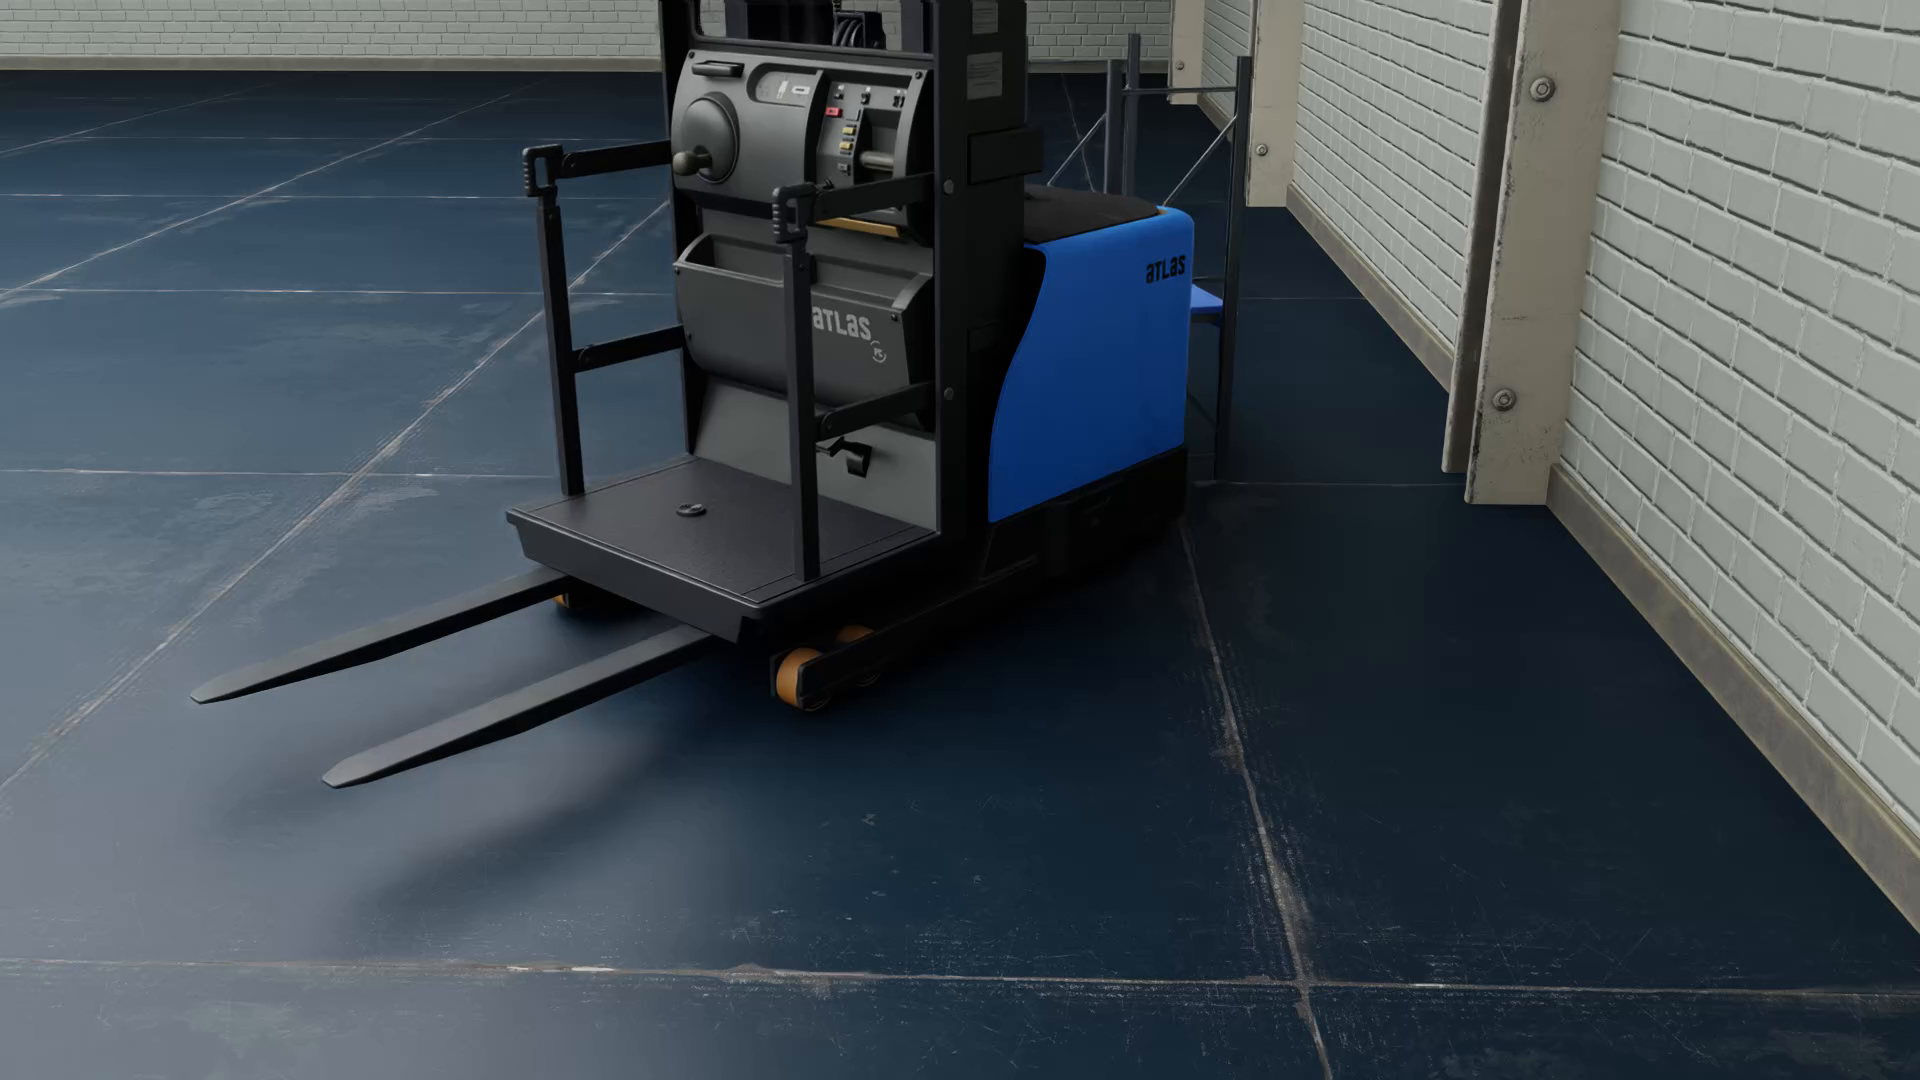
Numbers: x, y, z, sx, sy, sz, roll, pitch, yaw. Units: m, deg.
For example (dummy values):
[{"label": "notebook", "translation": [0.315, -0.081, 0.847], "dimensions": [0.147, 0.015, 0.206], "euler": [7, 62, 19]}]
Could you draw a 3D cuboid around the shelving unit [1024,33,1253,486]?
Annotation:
[{"label": "shelving unit", "translation": [0.591, -1.065, 6.199], "dimensions": [0.538, 1.500, 1.048], "euler": [-6, 22, -14]}]

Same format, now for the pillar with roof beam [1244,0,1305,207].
[{"label": "pillar with roof beam", "translation": [-2.171, -6.610, 10.123], "dimensions": [9.100, 9.000, 0.400], "euler": [1, 21, 2]}]

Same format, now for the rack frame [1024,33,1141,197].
[{"label": "rack frame", "translation": [0.455, -1.242, 6.656], "dimensions": [0.500, 1.500, 0.032], "euler": [-6, 22, -14]}]

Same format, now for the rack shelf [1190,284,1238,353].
[{"label": "rack shelf", "translation": [0.591, -0.897, 6.265], "dimensions": [0.538, 0.185, 1.000], "euler": [-6, 22, -14]}]

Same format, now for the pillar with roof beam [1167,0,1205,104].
[{"label": "pillar with roof beam", "translation": [-1.989, -8.779, 15.714], "dimensions": [9.100, 9.000, 0.400], "euler": [1, 21, 2]}]

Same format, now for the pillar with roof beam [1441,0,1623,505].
[{"label": "pillar with roof beam", "translation": [-2.354, -4.440, 4.532], "dimensions": [9.100, 9.000, 0.400], "euler": [1, 21, 2]}]

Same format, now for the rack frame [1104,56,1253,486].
[{"label": "rack frame", "translation": [0.727, -0.887, 5.743], "dimensions": [0.500, 1.500, 0.032], "euler": [-6, 22, -14]}]

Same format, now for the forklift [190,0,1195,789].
[{"label": "forklift", "translation": [-0.591, -1.122, 4.369], "dimensions": [1.130, 2.935, 3.031], "euler": [18, 27, 38]}]
